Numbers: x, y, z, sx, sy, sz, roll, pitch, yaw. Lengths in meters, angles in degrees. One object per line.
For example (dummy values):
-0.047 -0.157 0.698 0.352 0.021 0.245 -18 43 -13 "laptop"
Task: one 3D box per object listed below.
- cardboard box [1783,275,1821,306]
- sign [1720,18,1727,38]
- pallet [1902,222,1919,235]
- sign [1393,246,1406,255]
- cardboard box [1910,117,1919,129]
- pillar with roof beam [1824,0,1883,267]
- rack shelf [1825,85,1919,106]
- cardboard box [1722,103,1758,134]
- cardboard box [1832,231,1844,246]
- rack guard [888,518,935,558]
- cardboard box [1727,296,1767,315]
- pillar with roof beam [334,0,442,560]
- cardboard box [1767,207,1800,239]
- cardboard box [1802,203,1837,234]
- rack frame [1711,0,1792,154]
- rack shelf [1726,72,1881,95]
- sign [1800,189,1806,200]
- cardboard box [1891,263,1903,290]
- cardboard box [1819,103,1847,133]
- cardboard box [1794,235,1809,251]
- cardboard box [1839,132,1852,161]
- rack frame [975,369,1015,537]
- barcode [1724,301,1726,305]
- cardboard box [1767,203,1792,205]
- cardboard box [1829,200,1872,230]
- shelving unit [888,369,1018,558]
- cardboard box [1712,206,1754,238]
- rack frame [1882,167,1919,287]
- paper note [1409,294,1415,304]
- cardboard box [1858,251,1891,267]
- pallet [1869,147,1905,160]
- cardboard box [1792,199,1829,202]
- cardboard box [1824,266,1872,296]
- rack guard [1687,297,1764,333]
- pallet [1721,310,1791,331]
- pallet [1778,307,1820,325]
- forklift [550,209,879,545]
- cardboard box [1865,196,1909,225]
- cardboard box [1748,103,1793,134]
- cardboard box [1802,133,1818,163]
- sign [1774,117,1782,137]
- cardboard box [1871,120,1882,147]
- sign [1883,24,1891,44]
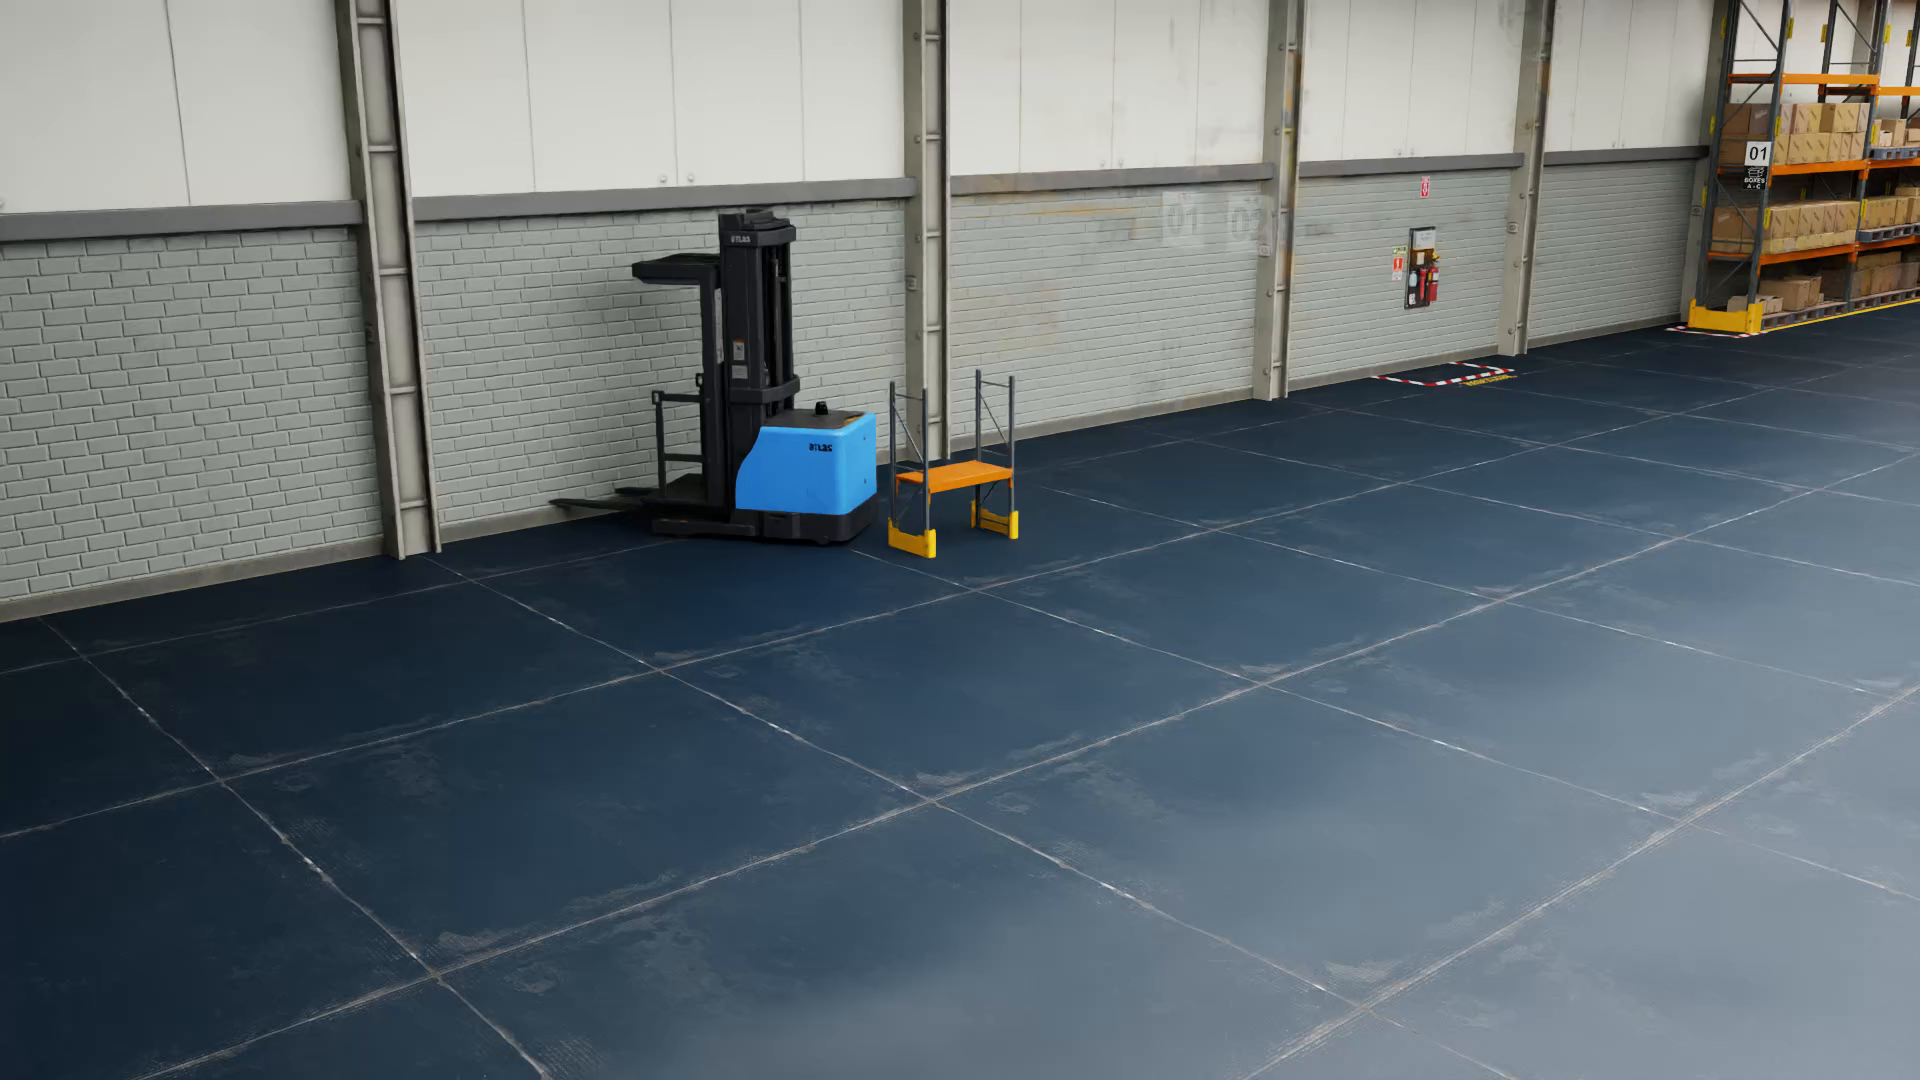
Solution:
15.529 -4.617 30.712 0.500 0.500 0.500 14 21 43 "cardboard box"
12.919 -8.655 28.099 0.005 0.325 0.100 -13 19 -39 "sign"
18.835 -6.239 33.165 1.003 0.211 1.213 -13 19 -39 "pallet"
6.337 -4.176 23.974 0.331 0.109 0.001 -13 19 -39 "sign"
19.624 -8.275 33.557 0.700 0.500 0.500 14 21 43 "cardboard box"
20.580 -8.481 29.564 0.400 9.000 9.100 -13 19 -39 "pillar with roof beam"
17.794 -8.492 31.772 4.000 0.370 1.077 -13 19 -39 "rack shelf"
13.421 -7.232 28.529 0.500 0.500 0.500 -12 19 -37 "cardboard box"
15.746 -5.510 30.319 0.500 0.250 0.500 -13 19 -39 "cardboard box"
-0.433 -0.023 14.854 0.087 0.250 0.587 -13 19 -39 "rack guard"
13.849 -4.131 29.260 0.500 0.311 0.500 13 20 41 "cardboard box"
-2.051 -3.399 10.538 0.400 9.000 9.100 -13 19 -39 "pillar with roof beam"
14.205 -5.521 28.907 0.500 0.500 0.500 -13 19 -39 "cardboard box"
15.372 -5.786 29.896 0.500 0.500 0.500 -13 20 -41 "cardboard box"
13.268 -8.016 27.822 0.127 3.000 1.000 -13 19 -39 "rack frame"
14.776 -8.006 29.184 4.000 0.370 1.077 -13 19 -39 "rack shelf"
15.918 -6.462 31.386 0.005 0.325 0.100 -13 19 -39 "sign"
18.329 -5.281 33.200 0.500 0.500 0.700 -13 20 -39 "cardboard box"
15.292 -7.462 29.392 0.500 0.500 0.500 -14 20 -41 "cardboard box"
14.615 -5.252 29.350 0.500 0.250 0.500 -13 20 -40 "cardboard box"
15.677 -7.086 29.919 0.500 0.500 0.500 14 20 42 "cardboard box"
0.319 -0.796 15.325 0.032 1.500 0.500 -13 19 -39 "rack frame"
13.600 -4.216 29.562 0.075 0.075 0.001 -13 19 -39 "barcode"
14.637 -5.795 29.933 0.500 0.500 0.500 -12 19 -39 "cardboard box"
16.692 -6.136 31.362 0.500 0.500 0.700 -13 19 -39 "cardboard box"
-0.058 -0.712 15.008 1.083 1.500 0.587 -13 19 -39 "shelving unit"
13.484 -5.538 28.971 0.500 0.500 0.500 -13 20 -40 "cardboard box"
19.303 -6.473 33.670 0.127 3.000 1.000 -13 19 -39 "rack frame"
6.634 -3.535 24.378 0.142 0.148 0.016 -13 19 -39 "paper note"
17.938 -5.535 32.699 0.500 0.250 0.500 -13 20 -40 "cardboard box"
16.821 -7.238 31.084 1.003 0.211 1.213 -13 19 -39 "pallet"
15.794 -6.056 30.908 0.500 0.500 0.500 -13 20 -41 "cardboard box"
17.186 -5.025 32.243 0.500 0.500 0.700 -13 20 -40 "cardboard box"
13.325 -3.923 28.967 0.348 0.500 1.175 -13 19 -39 "rack guard"
13.961 -3.914 29.494 1.213 0.211 1.003 -13 19 -39 "pallet"
14.881 -4.120 30.264 1.213 0.211 1.003 -13 19 -39 "pallet"
-2.349 -1.559 15.408 3.031 2.935 1.130 4 15 14 "forklift"
18.029 -6.437 32.489 0.500 0.500 0.700 -13 19 -39 "cardboard box"
13.718 -7.126 28.132 0.500 0.500 0.500 14 21 43 "cardboard box"
14.502 -6.806 28.871 0.500 0.500 0.500 -12 19 -37 "cardboard box"
13.624 -6.884 27.701 0.005 0.325 0.100 -13 19 -39 "sign"
16.750 -7.573 30.968 0.500 0.500 0.500 -9 18 -32 "cardboard box"
16.628 -9.074 29.821 0.005 0.325 0.100 -13 19 -39 "sign"
